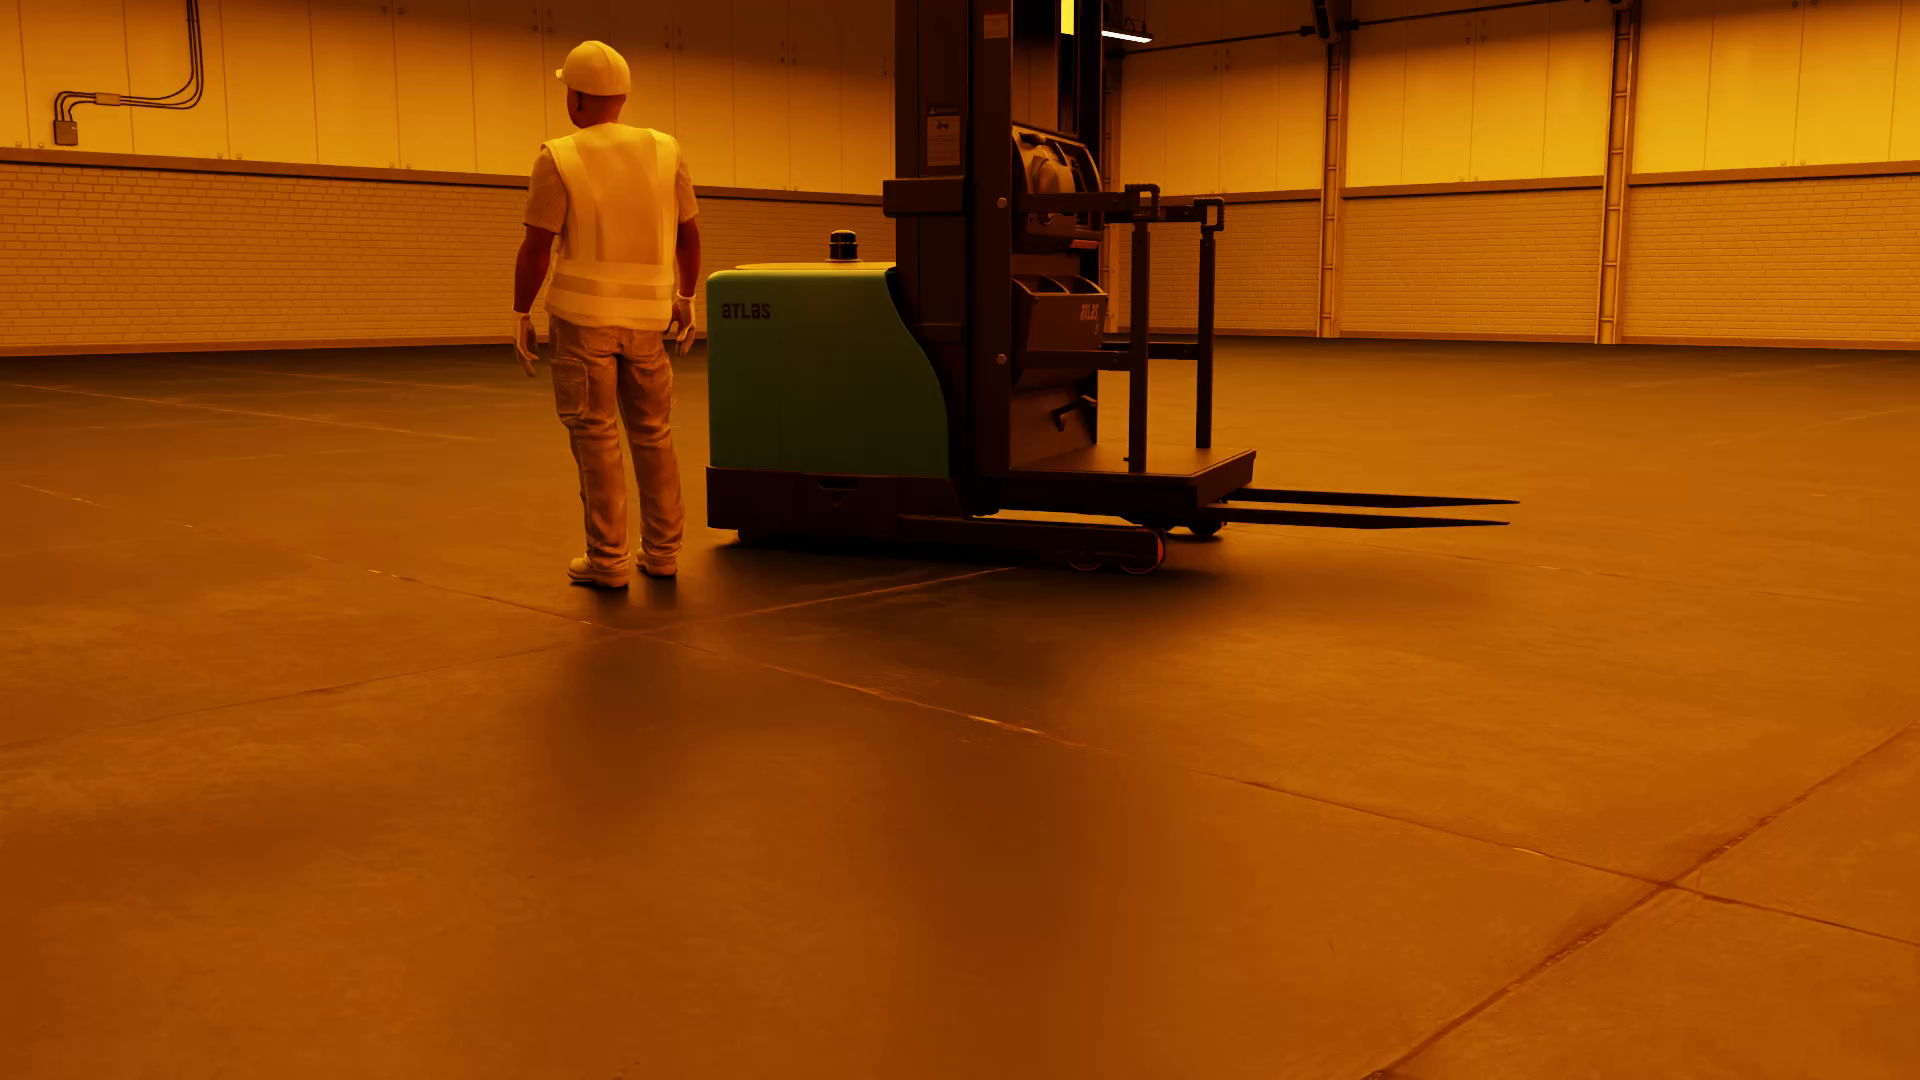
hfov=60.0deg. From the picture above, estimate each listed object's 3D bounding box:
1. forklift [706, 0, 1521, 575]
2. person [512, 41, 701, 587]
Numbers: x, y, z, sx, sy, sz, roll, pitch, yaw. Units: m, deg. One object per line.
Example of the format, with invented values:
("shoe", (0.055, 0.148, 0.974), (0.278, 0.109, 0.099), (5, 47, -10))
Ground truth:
("forklift", (0.565, -1.416, 6.275), (3.031, 2.935, 1.130), (3, 9, 22))
("person", (-1.206, -0.740, 5.593), (0.656, 1.781, 0.577), (-6, 10, -35))
